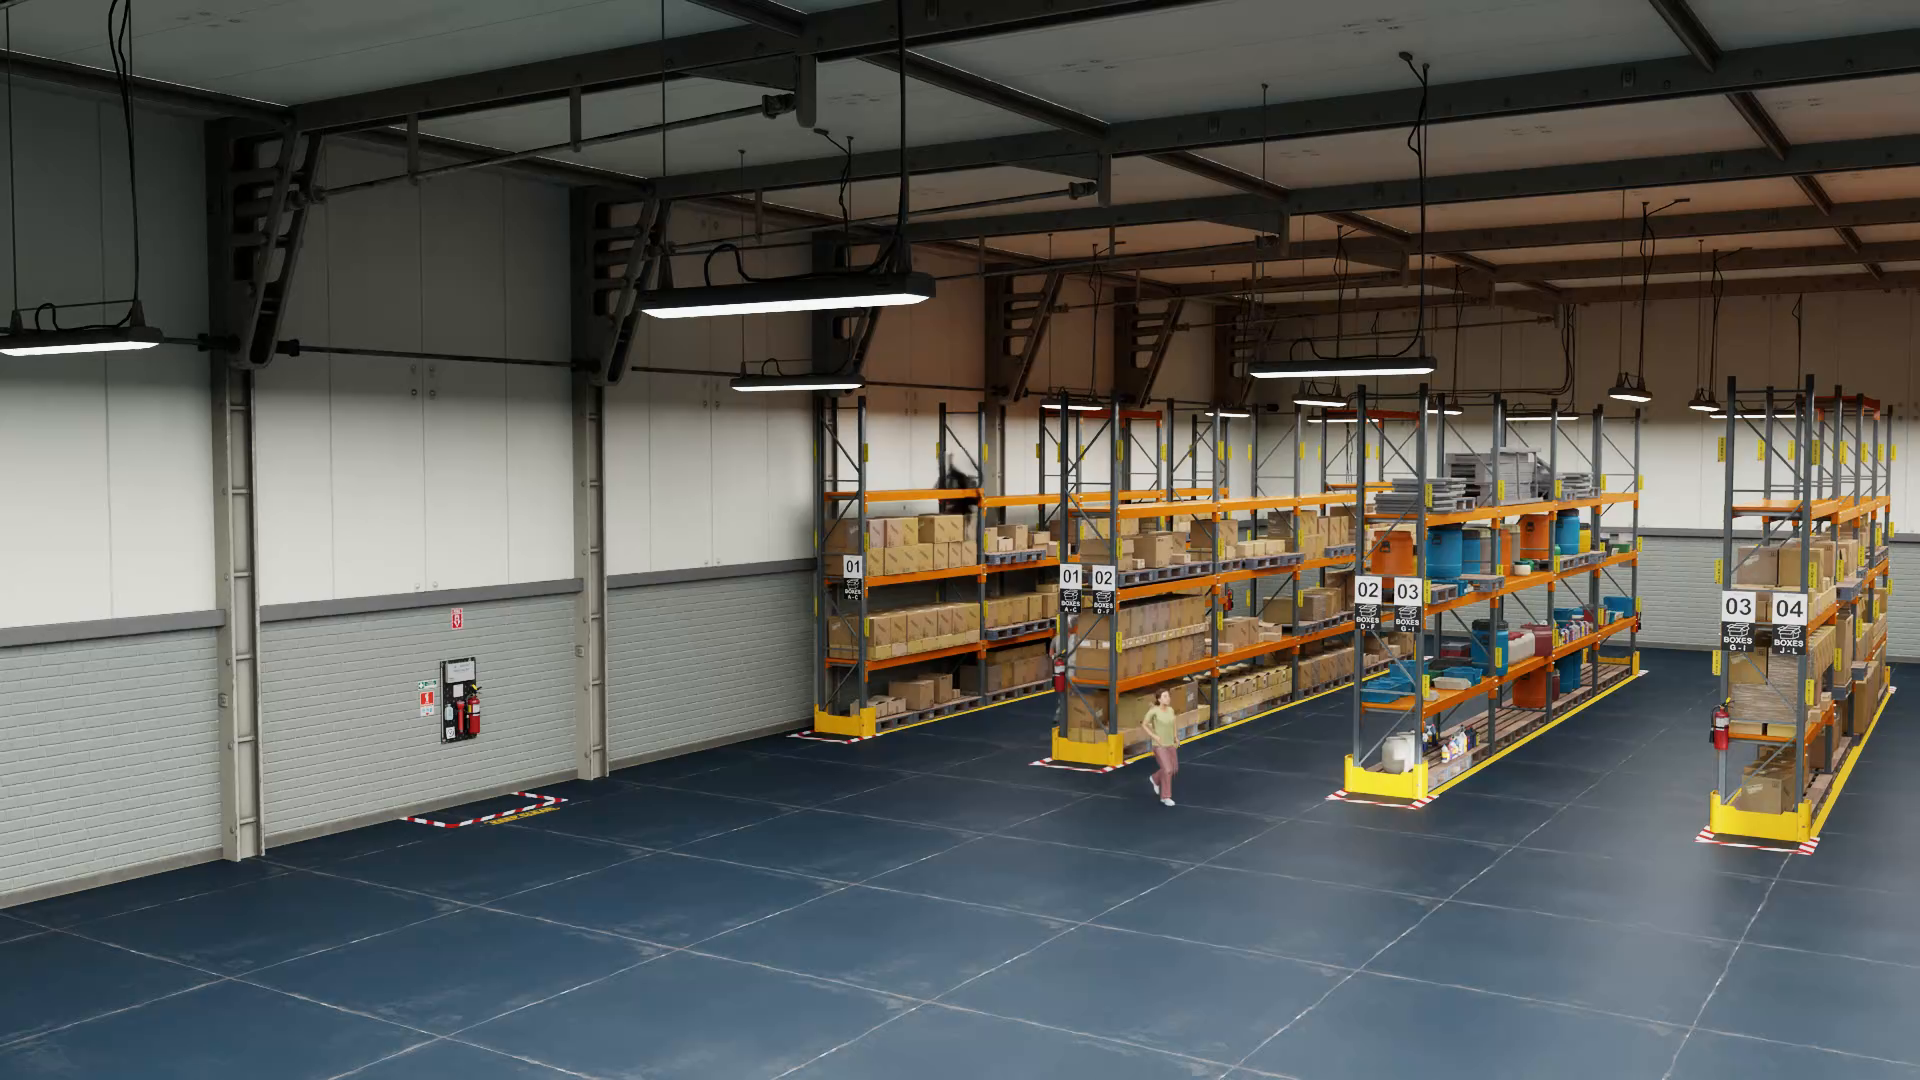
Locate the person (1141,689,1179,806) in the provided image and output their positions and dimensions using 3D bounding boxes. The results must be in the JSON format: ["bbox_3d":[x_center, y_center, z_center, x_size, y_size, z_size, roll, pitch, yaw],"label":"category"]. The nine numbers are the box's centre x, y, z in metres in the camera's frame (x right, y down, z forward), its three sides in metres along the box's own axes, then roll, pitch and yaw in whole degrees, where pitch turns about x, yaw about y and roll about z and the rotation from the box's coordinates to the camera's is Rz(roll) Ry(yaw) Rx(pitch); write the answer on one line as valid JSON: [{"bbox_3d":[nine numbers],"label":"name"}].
[{"bbox_3d":[2.859,2.937,23.761,0.589,1.644,0.618,-2,3,-31],"label":"person"}]

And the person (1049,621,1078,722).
[{"bbox_3d":[1.908,2.298,29.636,0.685,1.777,1.044,1,3,25],"label":"person"}]
